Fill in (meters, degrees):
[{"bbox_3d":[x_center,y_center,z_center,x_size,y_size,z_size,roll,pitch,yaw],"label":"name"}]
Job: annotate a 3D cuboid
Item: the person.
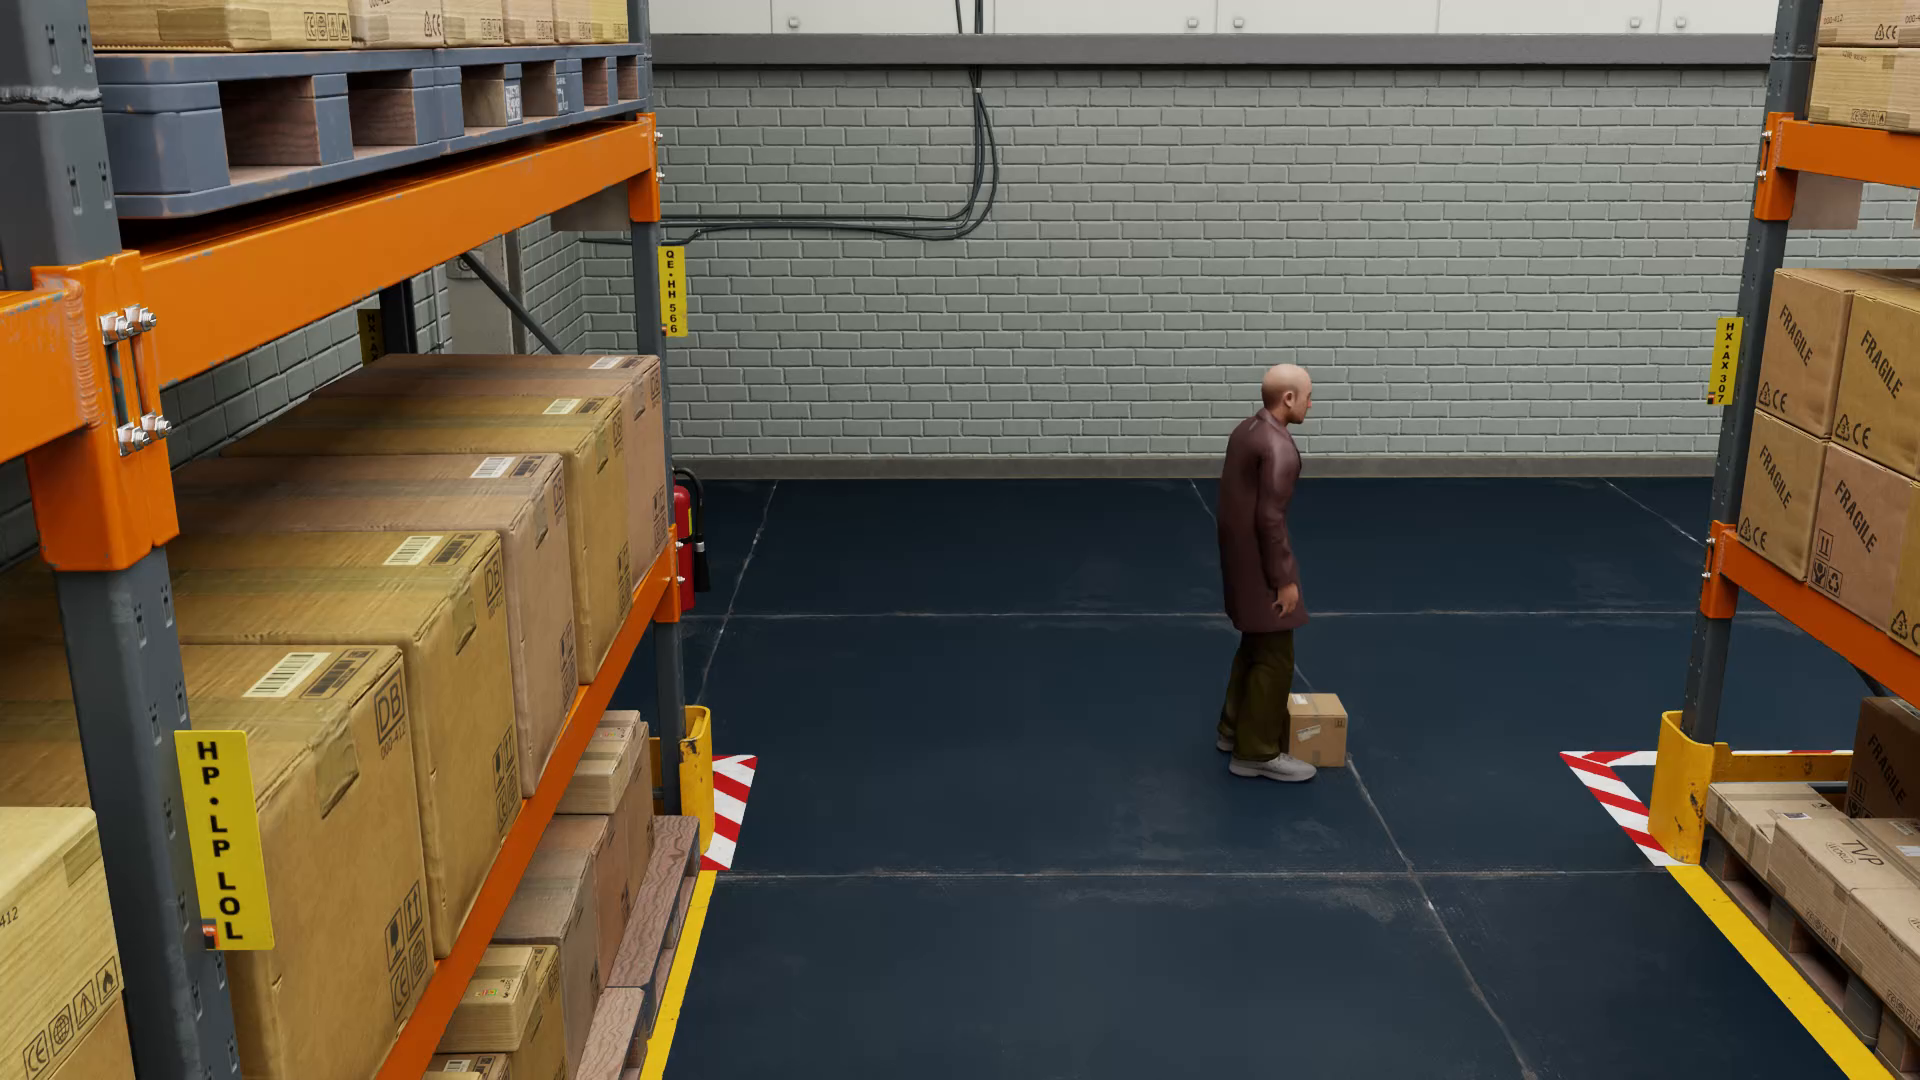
[{"bbox_3d":[1.319,0.121,7.174,0.428,1.772,0.642,-1,17,-3],"label":"person"}]
